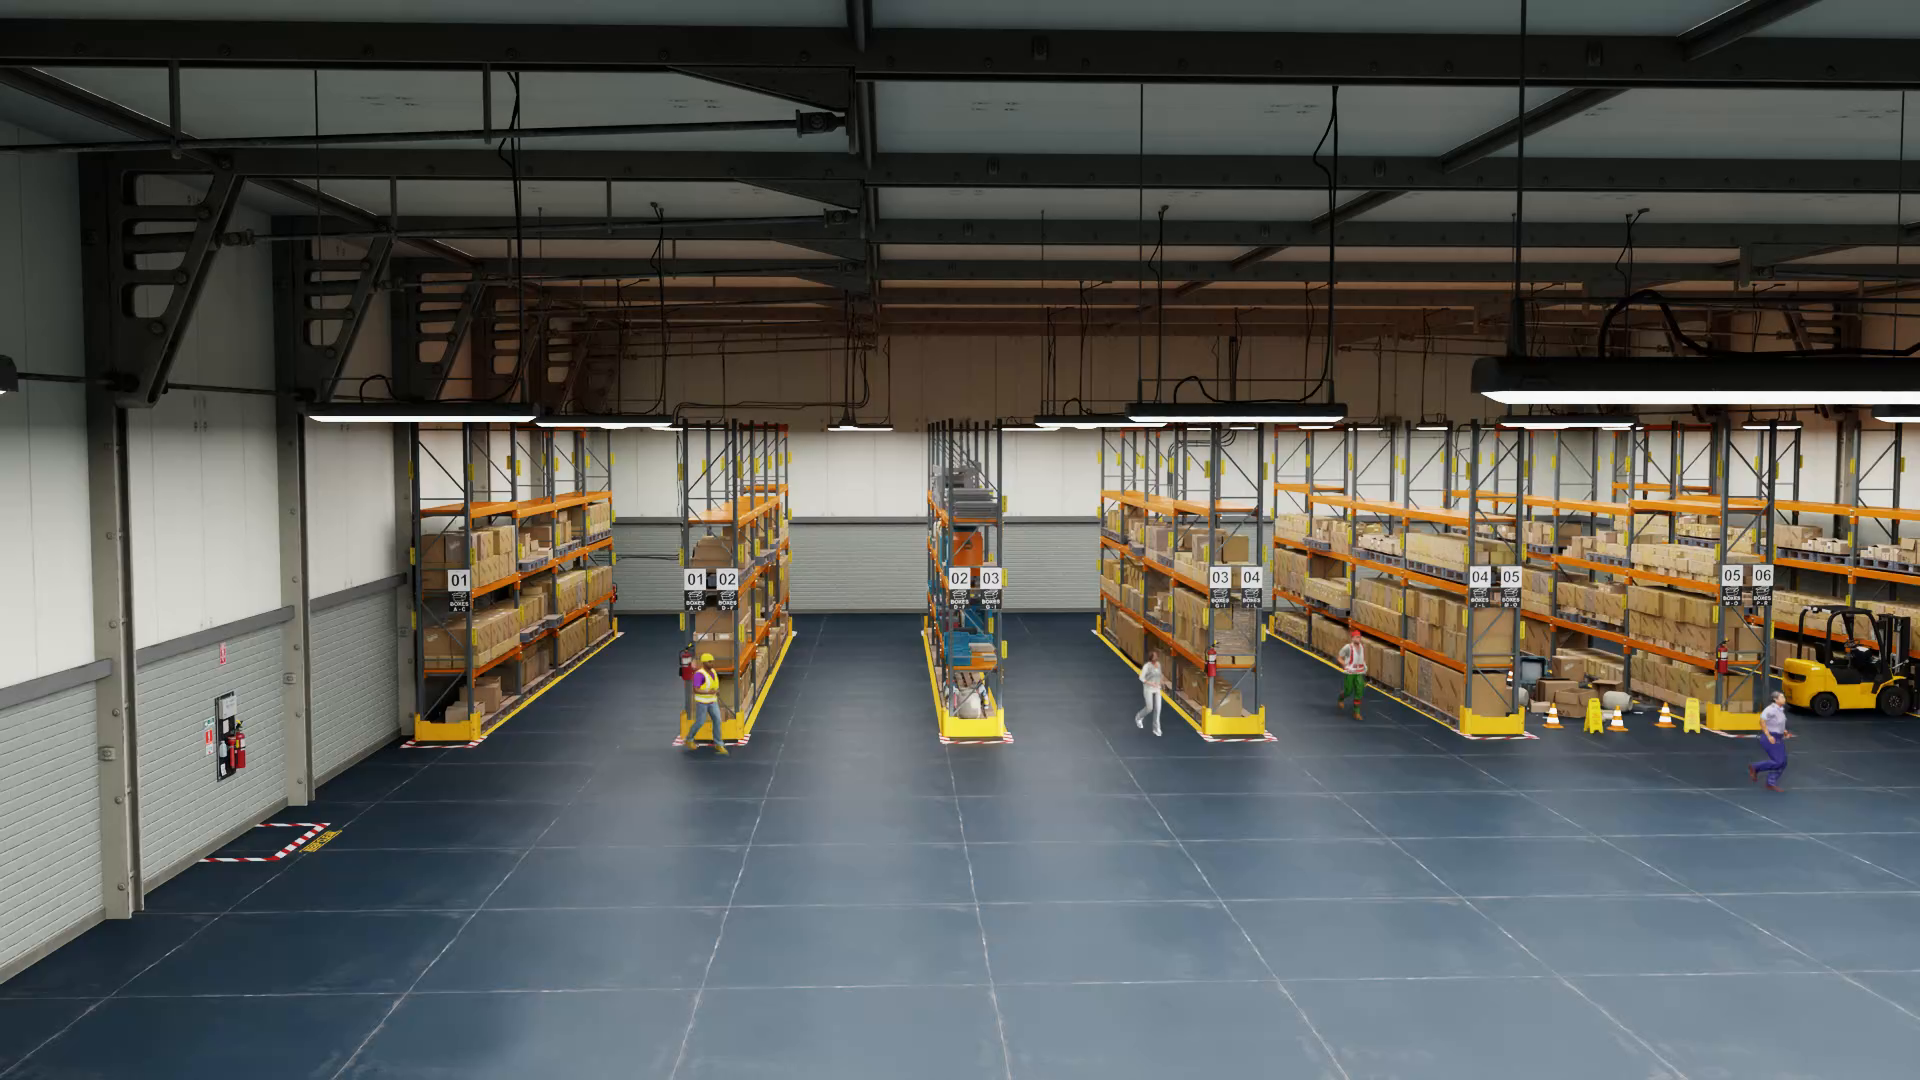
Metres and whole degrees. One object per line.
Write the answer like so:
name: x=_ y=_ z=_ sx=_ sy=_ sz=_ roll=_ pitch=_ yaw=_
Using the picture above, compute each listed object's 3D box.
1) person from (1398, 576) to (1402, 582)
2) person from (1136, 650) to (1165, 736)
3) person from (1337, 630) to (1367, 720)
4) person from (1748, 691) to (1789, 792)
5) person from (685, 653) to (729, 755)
person: x=13.043 y=1.770 z=48.985 sx=0.586 sy=1.659 sz=0.610 roll=-1 pitch=4 yaw=-10
person: x=3.651 y=2.903 z=31.775 sx=0.568 sy=1.612 sz=0.744 roll=-2 pitch=4 yaw=-30
person: x=7.924 y=2.693 z=33.558 sx=0.683 sy=1.772 sz=0.974 roll=-1 pitch=4 yaw=-17
person: x=13.012 y=3.218 z=26.740 sx=0.546 sy=1.606 sz=0.624 roll=3 pitch=5 yaw=38
person: x=-4.564 y=2.930 z=29.735 sx=0.883 sy=1.820 sz=0.691 roll=2 pitch=4 yaw=33
